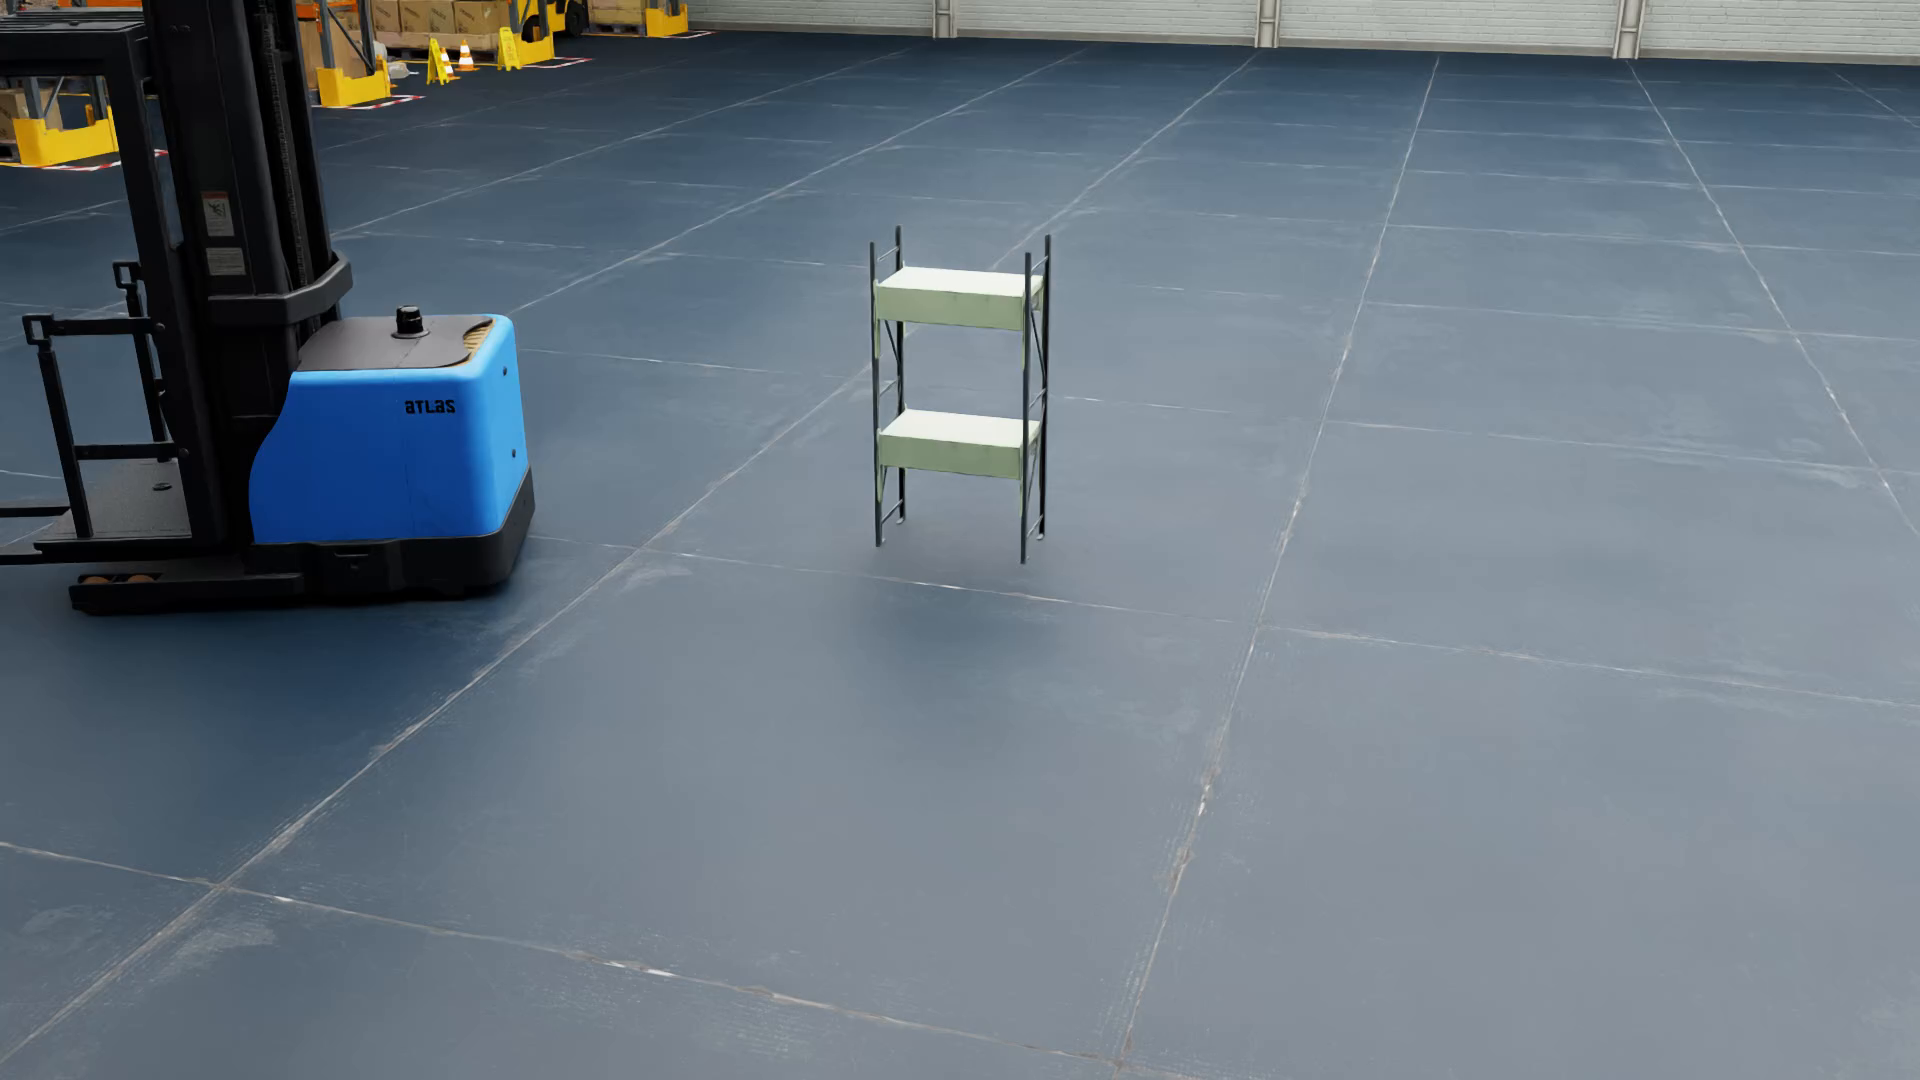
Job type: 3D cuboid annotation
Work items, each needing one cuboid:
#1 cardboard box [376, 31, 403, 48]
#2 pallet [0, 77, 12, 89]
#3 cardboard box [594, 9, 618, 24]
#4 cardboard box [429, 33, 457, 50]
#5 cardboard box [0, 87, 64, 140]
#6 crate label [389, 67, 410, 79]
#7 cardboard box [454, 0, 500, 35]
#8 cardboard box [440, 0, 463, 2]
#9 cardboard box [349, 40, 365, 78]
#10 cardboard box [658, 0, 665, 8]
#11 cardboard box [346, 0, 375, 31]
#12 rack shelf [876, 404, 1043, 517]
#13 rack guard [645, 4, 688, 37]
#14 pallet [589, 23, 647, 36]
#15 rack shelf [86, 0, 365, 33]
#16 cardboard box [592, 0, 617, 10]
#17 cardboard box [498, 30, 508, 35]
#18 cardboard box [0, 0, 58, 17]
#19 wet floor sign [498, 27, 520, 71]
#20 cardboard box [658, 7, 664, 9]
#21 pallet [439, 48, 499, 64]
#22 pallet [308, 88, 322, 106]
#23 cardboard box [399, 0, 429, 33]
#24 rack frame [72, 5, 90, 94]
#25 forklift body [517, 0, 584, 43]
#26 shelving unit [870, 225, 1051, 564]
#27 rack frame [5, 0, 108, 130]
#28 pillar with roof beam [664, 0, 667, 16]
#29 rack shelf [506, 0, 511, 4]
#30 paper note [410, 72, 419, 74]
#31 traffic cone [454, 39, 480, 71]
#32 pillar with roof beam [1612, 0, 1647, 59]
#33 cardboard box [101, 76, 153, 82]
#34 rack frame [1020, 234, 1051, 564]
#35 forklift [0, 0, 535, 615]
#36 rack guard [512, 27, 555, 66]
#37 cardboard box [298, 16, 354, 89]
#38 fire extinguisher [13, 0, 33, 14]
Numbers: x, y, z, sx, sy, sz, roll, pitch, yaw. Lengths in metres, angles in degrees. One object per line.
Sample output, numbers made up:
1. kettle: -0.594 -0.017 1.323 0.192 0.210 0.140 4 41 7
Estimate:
1. cardboard box: -9.370 -8.372 27.737 0.500 0.250 0.500 6 23 15
2. pallet: -14.145 -6.815 24.546 1.213 0.211 1.003 7 23 16
3. cardboard box: -6.634 -10.007 31.722 0.500 0.250 0.500 7 23 15
4. cardboard box: -8.395 -8.259 27.461 0.500 0.250 0.500 7 23 16
5. cardboard box: -10.505 -4.798 18.694 0.500 0.500 0.500 11 25 25
6. crate label: -8.600 -7.163 25.492 0.298 0.136 0.250 -5 23 -12
7. cardboard box: -7.892 -8.548 27.178 0.500 0.500 0.500 7 23 16
8. cardboard box: -8.263 -8.864 27.094 0.250 0.149 0.380 7 23 17
9. cardboard box: -9.463 -7.404 25.596 0.637 0.503 0.797 -9 24 -21
10. cardboard box: -6.010 -10.370 31.950 0.500 0.250 0.500 7 23 16
11. cardboard box: -9.877 -8.777 27.735 0.500 0.500 0.500 8 23 18
12. rack shelf: 0.006 -0.392 8.046 0.720 0.370 0.431 7 23 16
13. rack guard: -5.597 -9.931 31.761 0.348 0.500 1.175 7 23 16
14. pallet: -6.364 -9.869 31.989 1.213 0.211 1.003 7 23 16
15. rack shelf: -10.298 -7.363 23.155 4.000 0.370 1.077 7 23 16
16. cardboard box: -6.653 -10.242 31.637 0.500 0.250 0.500 6 23 15
17. cardboard box: -7.742 -8.397 27.798 0.500 0.250 0.500 6 23 15
18. cardboard box: -10.431 -5.940 18.213 0.500 0.500 0.875 7 23 16
19. wet floor sign: -7.177 -7.787 26.344 0.232 0.644 0.267 16 27 34
20. cardboard box: -6.033 -10.137 32.039 0.500 0.250 0.500 7 23 16
21. pallet: -7.890 -8.106 27.693 1.213 0.211 1.003 7 23 16
22. pallet: -9.171 -6.246 23.157 1.213 0.211 1.003 7 23 15
23. cardboard box: -8.874 -8.662 27.456 0.500 0.500 0.500 6 23 14
24. rack frame: -12.213 -7.915 23.553 0.127 3.000 1.000 7 23 16
25. forklift body: -7.962 -10.242 30.345 1.214 2.155 2.313 7 23 16
26. shelving unit: 0.006 -0.693 7.923 0.755 1.500 0.431 7 23 16
27. rack frame: -9.913 -5.686 18.117 0.127 3.000 1.000 7 23 16
28. pillar with roof beam: -7.269 -12.705 27.326 0.400 9.000 9.100 7 23 16
29. rack shelf: -8.965 -9.173 27.566 4.000 0.370 1.077 7 23 16
30. paper note: -8.530 -7.293 25.948 0.142 0.019 0.148 -1 22 -3
31. traffic cone: -7.834 -7.691 26.349 0.334 0.463 0.336 7 23 16
32. pillar with roof beam: 9.963 -10.732 22.515 0.400 9.000 9.100 7 23 16
33. cardboard box: -11.631 -7.032 23.646 0.875 0.875 0.875 7 23 16
34. rack frame: 0.357 -0.653 7.825 0.023 1.500 0.400 7 23 16
35. forklift: -3.616 -1.233 7.353 3.031 2.935 1.130 -2 22 -5
36. rack guard: -7.123 -8.138 27.390 0.348 0.500 1.175 7 23 16
37. cardboard box: -9.051 -6.738 22.930 0.875 0.875 0.875 7 23 16
38. fire extinguisher: -9.936 -5.470 17.693 0.183 0.674 0.296 7 23 16
